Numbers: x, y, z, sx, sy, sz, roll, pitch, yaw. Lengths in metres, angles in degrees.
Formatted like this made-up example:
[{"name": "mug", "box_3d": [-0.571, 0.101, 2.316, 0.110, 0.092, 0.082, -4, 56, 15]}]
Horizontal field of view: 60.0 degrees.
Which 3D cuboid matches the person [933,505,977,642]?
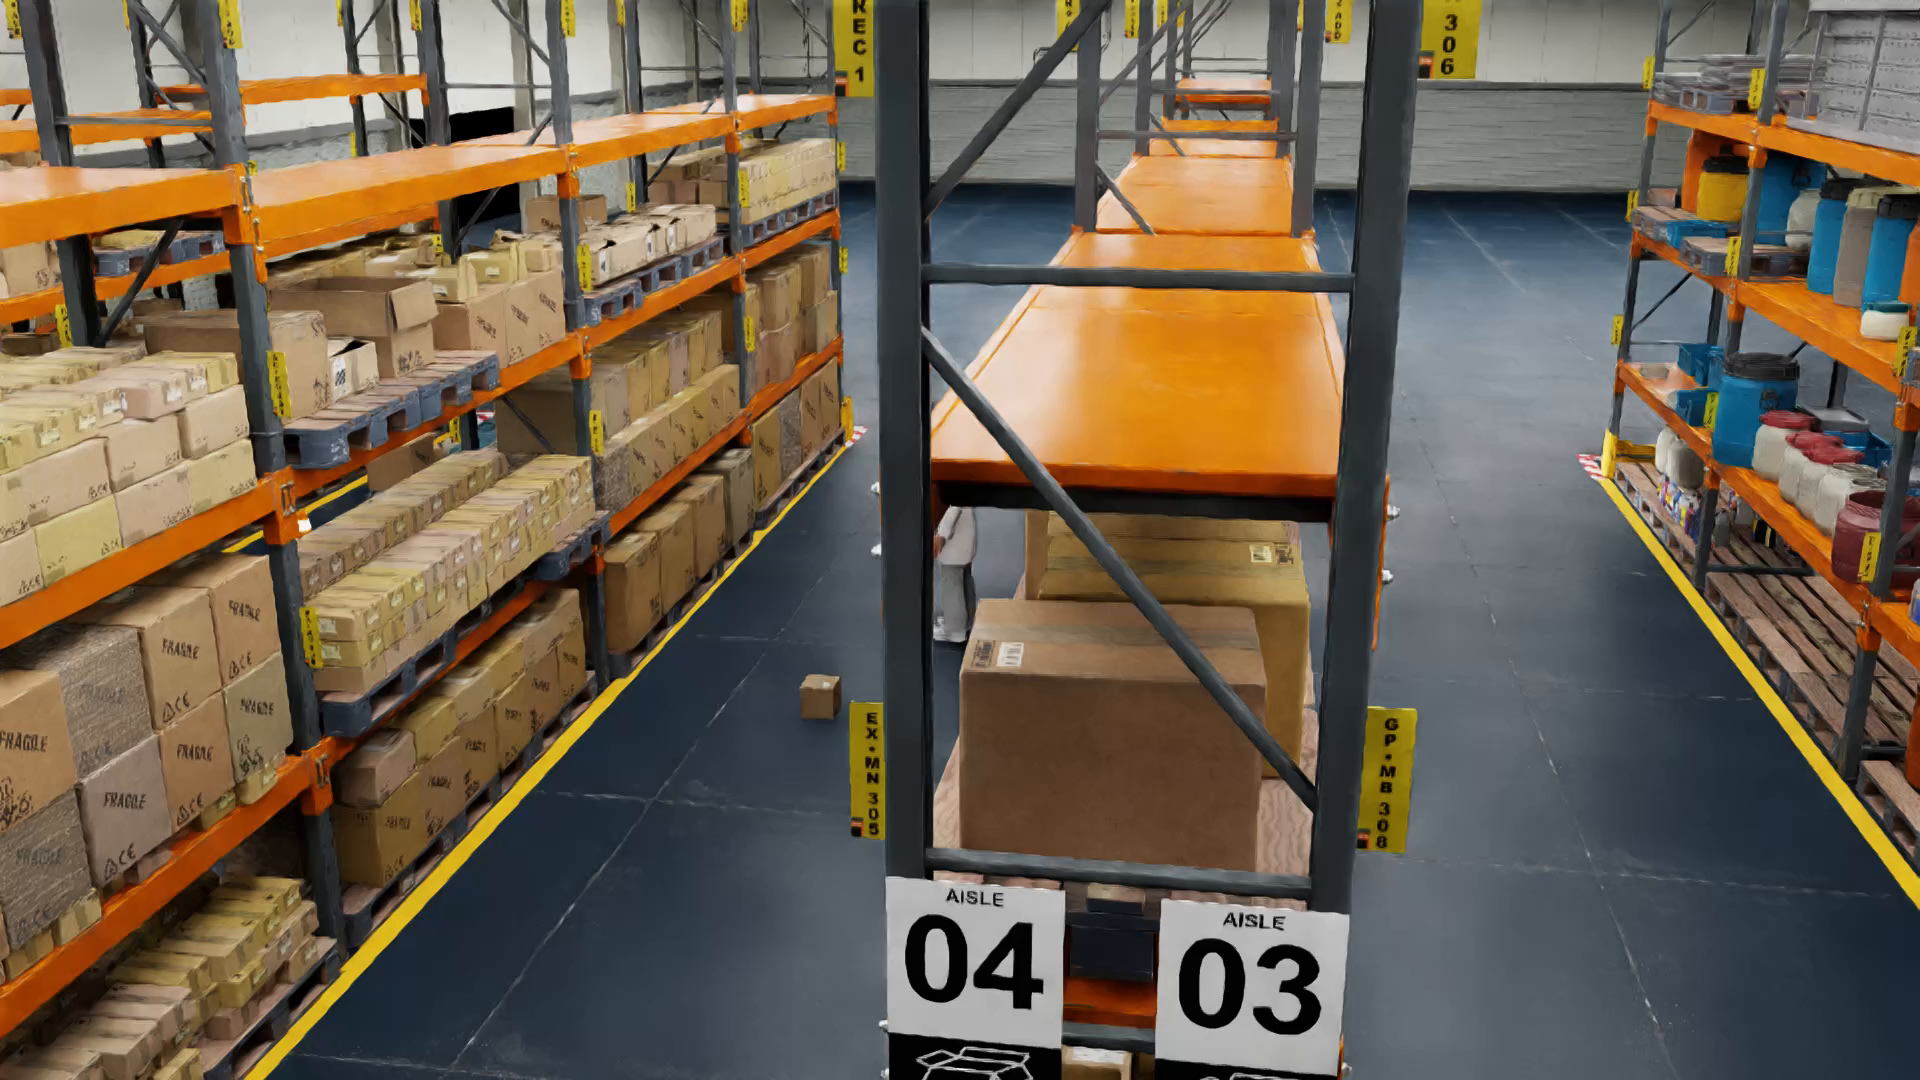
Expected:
[{"name": "person", "box_3d": [-0.070, -0.058, 13.691, 0.422, 1.785, 0.623, 2, 18, 6]}]
